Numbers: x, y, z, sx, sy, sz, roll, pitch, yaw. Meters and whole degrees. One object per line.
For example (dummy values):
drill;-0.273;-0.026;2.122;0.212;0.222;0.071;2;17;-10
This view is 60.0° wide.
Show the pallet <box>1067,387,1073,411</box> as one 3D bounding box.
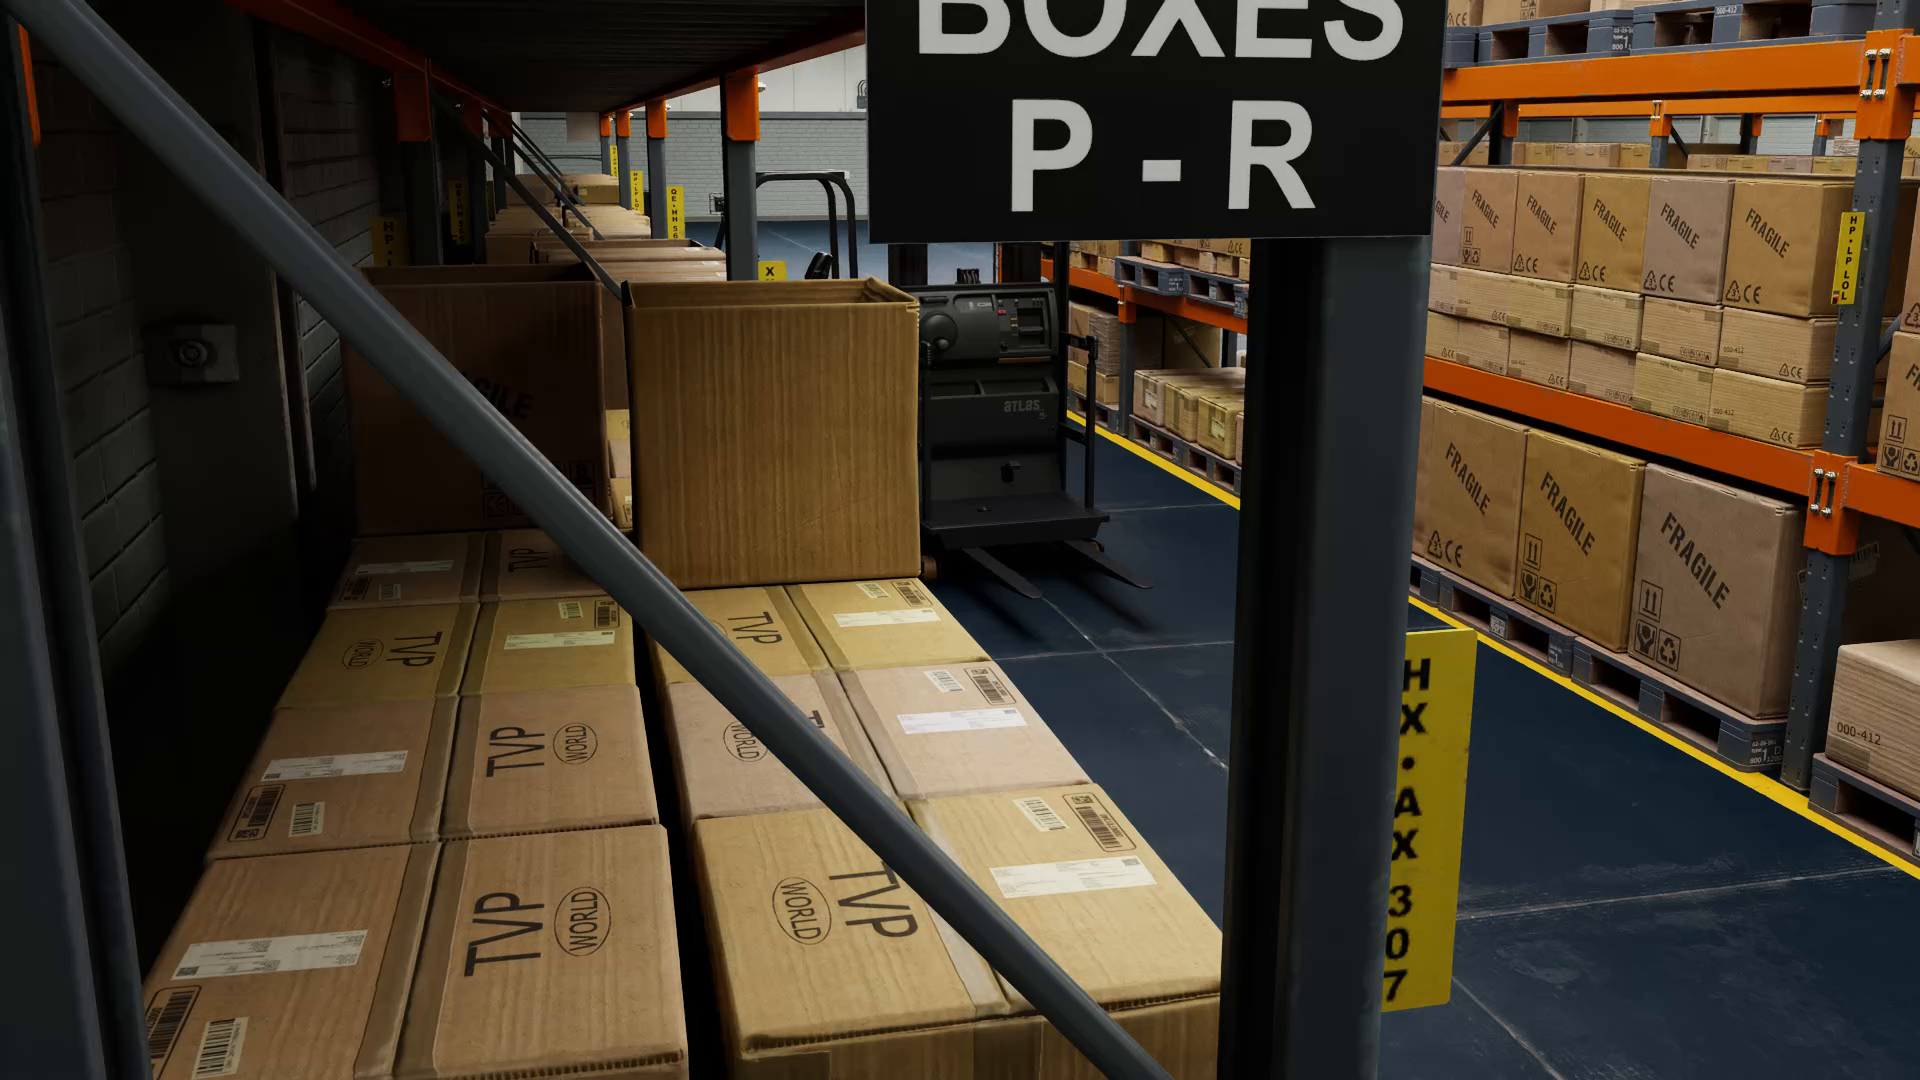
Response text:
pallet;1.355;-1.445;15.896;1.003;0.211;1.213;-3;14;-13

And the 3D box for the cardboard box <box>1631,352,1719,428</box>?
cardboard box;3.247;-0.653;7.096;0.500;0.250;0.500;-3;14;-14

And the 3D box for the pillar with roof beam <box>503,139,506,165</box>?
pillar with roof beam;-3.272;-8.721;27.164;9.100;9.000;0.400;-3;14;-13

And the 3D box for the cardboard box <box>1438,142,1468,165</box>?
cardboard box;5.735;-4.096;18.281;0.875;0.550;0.550;-3;14;-13

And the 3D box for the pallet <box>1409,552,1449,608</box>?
pallet;2.889;0.099;9.577;1.003;0.211;1.213;-3;14;-13

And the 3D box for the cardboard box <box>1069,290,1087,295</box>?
cardboard box;0.952;-2.192;16.409;0.500;0.500;0.500;-4;14;-15

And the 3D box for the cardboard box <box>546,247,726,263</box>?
cardboard box;-1.310;-0.919;6.771;0.700;0.500;0.500;-3;14;-13

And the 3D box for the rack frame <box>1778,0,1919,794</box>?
rack frame;3.716;-0.519;6.231;1.000;3.000;0.127;-3;14;-13

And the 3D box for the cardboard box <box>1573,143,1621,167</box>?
cardboard box;6.330;-3.469;15.713;0.875;0.550;0.550;-3;14;-13

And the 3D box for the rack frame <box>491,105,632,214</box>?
rack frame;-2.987;-2.087;12.649;1.000;3.000;0.127;-3;14;-13

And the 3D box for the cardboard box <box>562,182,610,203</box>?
cardboard box;-2.940;-2.739;13.116;0.380;0.149;0.250;-3;14;-12

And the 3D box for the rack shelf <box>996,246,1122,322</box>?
rack shelf;1.368;-2.476;15.759;1.077;0.370;4.000;-3;14;-13

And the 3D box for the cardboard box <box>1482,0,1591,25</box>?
cardboard box;3.194;-2.934;8.698;0.700;0.500;0.500;-4;14;-16

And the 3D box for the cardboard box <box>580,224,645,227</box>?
cardboard box;-2.059;-1.797;9.884;0.380;0.149;0.250;-3;14;-13

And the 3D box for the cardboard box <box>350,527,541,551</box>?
cardboard box;-1.010;0.051;3.588;0.500;0.250;0.500;-3;14;-12

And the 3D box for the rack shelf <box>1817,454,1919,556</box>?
rack shelf;4.186;0.292;4.428;1.077;0.370;4.000;-3;14;-13

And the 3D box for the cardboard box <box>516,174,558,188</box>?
cardboard box;-4.055;-3.428;15.936;0.380;0.149;0.250;-4;14;-14

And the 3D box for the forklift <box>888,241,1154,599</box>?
forklift;0.196;-1.284;9.506;1.130;2.935;3.031;-5;14;-18

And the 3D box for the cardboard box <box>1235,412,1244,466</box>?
cardboard box;2.473;-0.670;11.500;0.950;0.372;0.625;-4;14;-14

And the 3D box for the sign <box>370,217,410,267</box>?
sign;-1.647;-0.772;4.827;0.100;0.325;0.005;-3;14;-13

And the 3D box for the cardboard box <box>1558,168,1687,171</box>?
cardboard box;3.391;-1.638;8.496;0.500;0.500;0.500;-3;14;-13

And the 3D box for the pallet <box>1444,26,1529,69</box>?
pallet;2.979;-2.661;9.078;1.213;0.211;1.003;-3;14;-11

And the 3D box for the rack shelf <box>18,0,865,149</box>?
rack shelf;-0.638;-0.888;2.936;1.077;0.370;4.000;-3;14;-13

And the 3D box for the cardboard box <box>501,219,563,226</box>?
cardboard box;-2.700;-1.945;10.489;0.380;0.149;0.250;-3;14;-12

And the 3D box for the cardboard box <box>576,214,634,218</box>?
cardboard box;-2.362;-2.091;11.088;0.380;0.149;0.250;-3;14;-13

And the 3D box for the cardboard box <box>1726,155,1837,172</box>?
cardboard box;6.870;-2.965;13.926;0.700;0.500;0.500;-4;14;-14

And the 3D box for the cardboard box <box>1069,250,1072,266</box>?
cardboard box;1.193;-2.594;15.255;0.380;0.149;0.250;-4;14;-14

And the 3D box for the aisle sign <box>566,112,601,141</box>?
aisle sign;-3.656;-4.304;16.246;0.394;0.787;0.004;-3;14;-13

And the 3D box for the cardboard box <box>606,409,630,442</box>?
cardboard box;-0.751;-0.209;4.652;0.500;0.250;0.500;-3;14;-12

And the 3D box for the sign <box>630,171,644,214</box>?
sign;-2.462;-2.643;12.654;0.100;0.325;0.005;-3;14;-13

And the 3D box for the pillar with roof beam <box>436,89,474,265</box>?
pillar with roof beam;-0.454;-5.953;15.833;9.100;9.000;0.400;-3;14;-13

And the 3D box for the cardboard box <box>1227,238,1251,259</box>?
cardboard box;2.148;-2.163;11.238;0.500;0.500;0.500;-4;14;-17

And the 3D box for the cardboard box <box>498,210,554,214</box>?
cardboard box;-3.043;-2.235;11.678;0.380;0.149;0.250;-3;14;-13

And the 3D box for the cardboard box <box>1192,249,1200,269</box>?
cardboard box;1.927;-2.063;12.196;0.380;0.149;0.250;-3;14;-13

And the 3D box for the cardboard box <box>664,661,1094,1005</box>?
cardboard box;-0.132;0.374;2.266;0.500;0.250;0.500;-3;14;-13

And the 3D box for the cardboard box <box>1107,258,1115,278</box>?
cardboard box;1.465;-2.300;14.048;0.380;0.149;0.250;-3;14;-14

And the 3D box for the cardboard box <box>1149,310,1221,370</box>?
cardboard box;1.961;-1.748;14.591;0.500;0.500;0.500;-3;14;-11

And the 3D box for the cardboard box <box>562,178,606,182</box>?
cardboard box;-3.229;-3.034;14.323;0.380;0.149;0.250;-3;14;-13

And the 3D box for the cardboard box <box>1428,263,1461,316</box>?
cardboard box;2.776;-1.362;8.943;0.500;0.250;0.500;-3;14;-12

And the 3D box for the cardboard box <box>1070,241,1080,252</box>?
cardboard box;1.237;-2.884;15.074;0.500;0.500;0.500;-3;14;-12

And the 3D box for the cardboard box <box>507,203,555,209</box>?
cardboard box;-3.312;-2.510;12.805;0.380;0.149;0.250;-3;14;-13

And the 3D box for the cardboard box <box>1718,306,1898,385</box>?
cardboard box;3.376;-0.777;6.550;0.500;0.250;0.500;-3;14;-13

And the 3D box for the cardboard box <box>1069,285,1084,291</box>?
cardboard box;1.339;-2.349;17.052;0.500;0.500;0.500;-3;14;-13

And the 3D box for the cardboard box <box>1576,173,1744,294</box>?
cardboard box;3.138;-1.379;7.435;0.500;0.500;0.500;-3;14;-11

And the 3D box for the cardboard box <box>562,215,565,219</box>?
cardboard box;-3.096;-2.488;14.081;0.500;0.500;0.500;-3;14;-14

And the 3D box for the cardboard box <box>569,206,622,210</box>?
cardboard box;-2.691;-2.384;12.288;0.380;0.149;0.250;-3;14;-11

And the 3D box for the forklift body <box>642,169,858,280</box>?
forklift body;-1.707;-2.262;15.152;2.313;2.155;1.214;-3;14;-13

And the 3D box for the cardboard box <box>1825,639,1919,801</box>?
cardboard box;3.759;0.673;5.868;0.875;0.438;0.875;-3;14;-14
